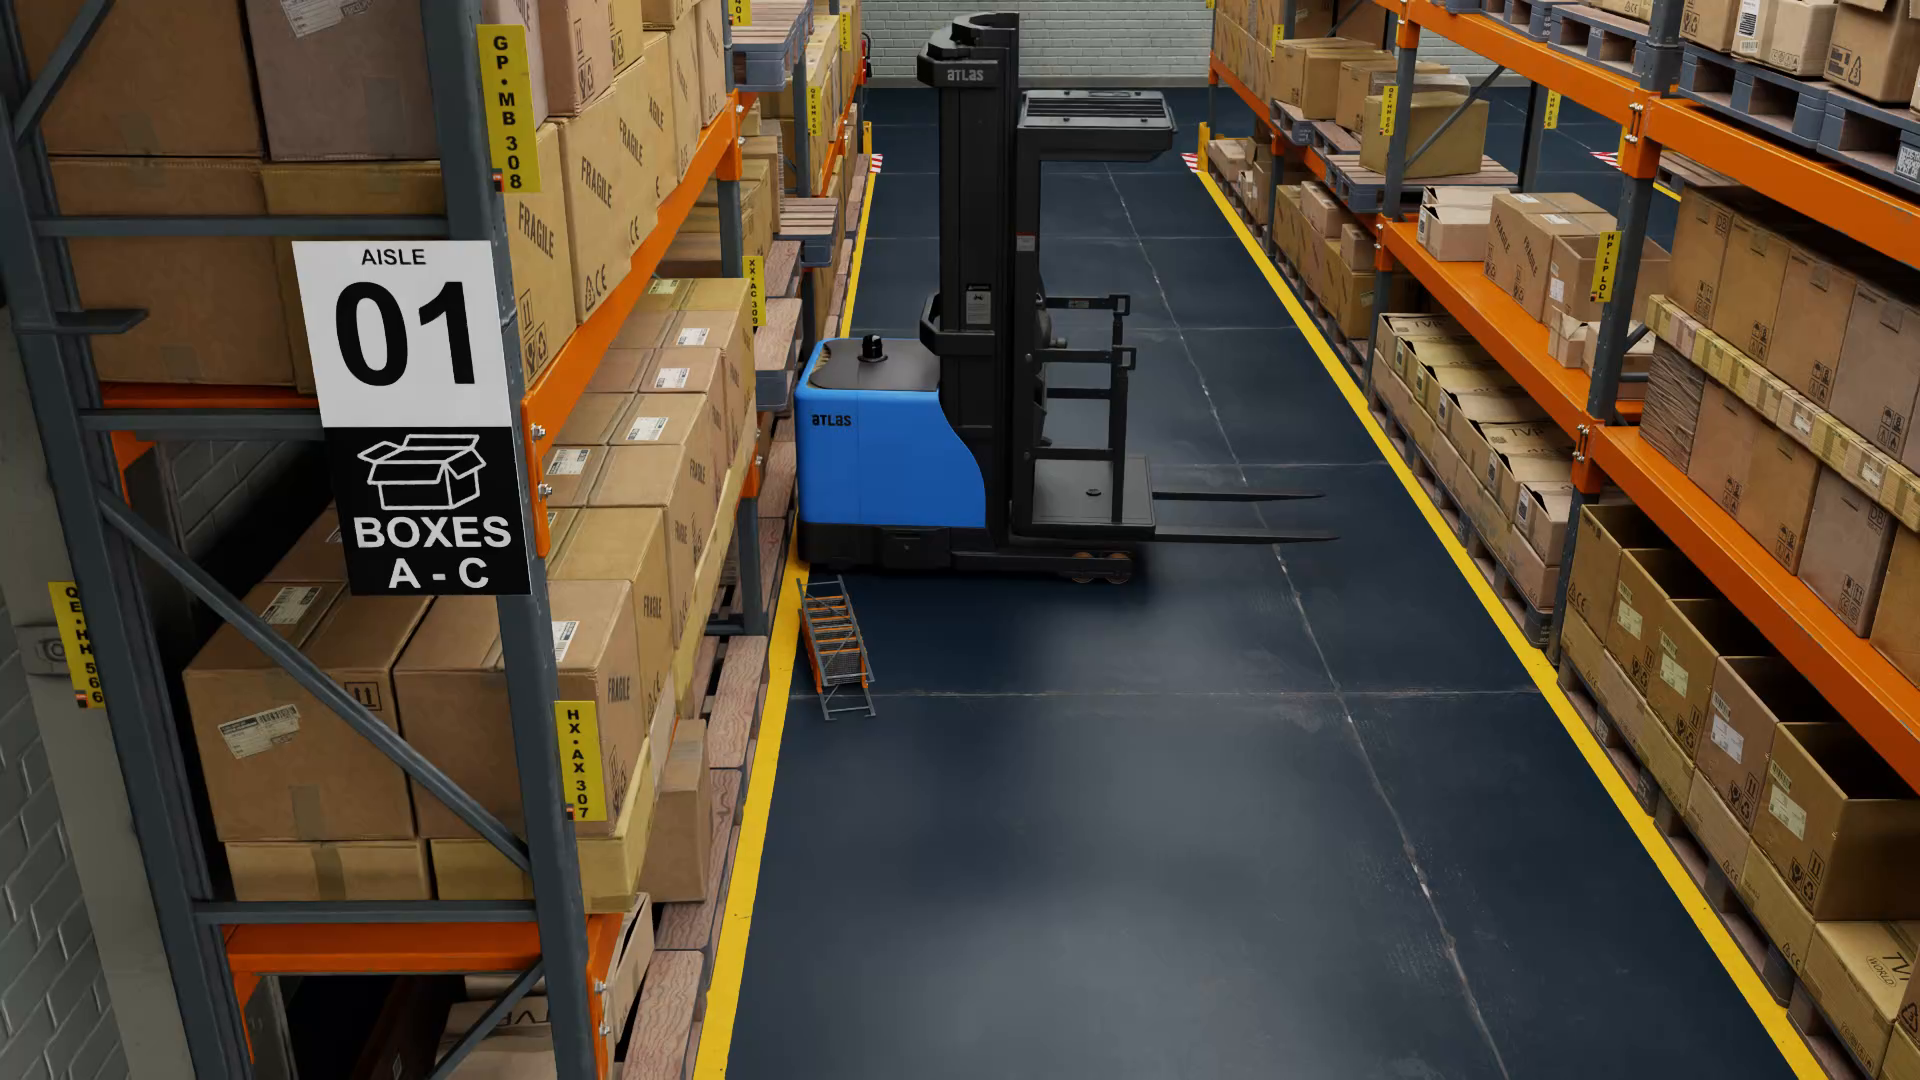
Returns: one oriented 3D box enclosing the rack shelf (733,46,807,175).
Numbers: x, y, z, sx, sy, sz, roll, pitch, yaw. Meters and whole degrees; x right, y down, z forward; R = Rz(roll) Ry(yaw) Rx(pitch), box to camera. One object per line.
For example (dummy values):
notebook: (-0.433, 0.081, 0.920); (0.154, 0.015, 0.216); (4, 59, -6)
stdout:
rack shelf: (-1.502, -2.593, 9.077); (1.077, 0.370, 4.000); (0, 24, -1)

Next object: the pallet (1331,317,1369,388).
pallet: (3.459, -1.439, 12.677); (1.003, 0.211, 1.213); (0, 24, -1)

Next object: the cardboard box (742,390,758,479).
cardboard box: (-1.172, -0.477, 7.323); (0.500, 0.250, 0.500); (0, 24, 0)

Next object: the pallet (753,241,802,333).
pallet: (-1.461, -1.475, 9.605); (1.003, 0.211, 1.213); (0, 24, -1)

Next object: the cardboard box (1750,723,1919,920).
cardboard box: (3.188, 0.982, 5.855); (0.500, 0.500, 0.500); (0, 24, -1)

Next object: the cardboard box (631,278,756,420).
cardboard box: (-1.166, -0.819, 7.169); (0.500, 0.500, 0.500); (0, 24, -1)

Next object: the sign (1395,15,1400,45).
sign: (3.941, -4.582, 14.836); (0.100, 0.325, 0.005); (0, 24, -1)

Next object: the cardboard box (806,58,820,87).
cardboard box: (-1.278, -3.320, 12.034); (0.500, 0.250, 0.500); (-1, 24, -1)

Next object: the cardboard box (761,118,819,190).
cardboard box: (-1.273, -2.770, 11.728); (0.500, 0.500, 0.500); (0, 24, 1)

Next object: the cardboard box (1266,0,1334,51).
cardboard box: (3.121, -4.759, 15.297); (0.500, 0.500, 0.500); (0, 24, 0)

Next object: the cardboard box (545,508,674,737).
cardboard box: (-1.137, 0.234, 4.841); (0.500, 0.500, 0.500); (0, 24, 0)

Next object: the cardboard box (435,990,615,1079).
cardboard box: (-1.354, 1.657, 5.175); (0.500, 0.311, 0.500); (-3, 25, -7)

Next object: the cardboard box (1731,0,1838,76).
cardboard box: (3.221, -1.904, 6.108); (0.500, 0.311, 0.500); (-2, 24, -3)

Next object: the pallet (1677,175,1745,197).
pallet: (8.276, -3.607, 17.470); (1.003, 0.211, 1.213); (0, 24, -1)

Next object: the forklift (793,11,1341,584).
forklift: (0.624, -1.320, 9.111); (3.031, 2.935, 1.130); (1, 24, 3)

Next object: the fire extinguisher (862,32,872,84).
fire extinguisher: (-1.151, -5.534, 18.892); (0.296, 0.674, 0.183); (0, 24, -1)

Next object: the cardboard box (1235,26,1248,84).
cardboard box: (3.101, -4.935, 16.900); (0.500, 0.500, 0.500); (0, 24, 0)

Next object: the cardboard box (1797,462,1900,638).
cardboard box: (3.505, 0.018, 5.948); (0.700, 0.500, 0.500); (0, 24, 1)

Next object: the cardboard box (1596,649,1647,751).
cardboard box: (3.175, 0.706, 7.376); (0.500, 0.250, 0.500); (0, 24, -1)

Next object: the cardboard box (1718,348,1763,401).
cardboard box: (3.294, -0.666, 6.673); (0.380, 0.149, 0.250); (0, 24, -1)

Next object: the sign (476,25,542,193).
sign: (-0.894, -0.849, 3.287); (0.100, 0.325, 0.005); (0, 24, -1)

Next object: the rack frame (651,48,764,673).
rack frame: (-1.480, -0.730, 7.724); (1.000, 3.000, 0.127); (0, 24, -1)

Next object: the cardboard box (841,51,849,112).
cardboard box: (-1.557, -4.387, 15.446); (0.980, 0.700, 0.700); (0, 24, 0)

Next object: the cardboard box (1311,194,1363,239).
cardboard box: (3.164, -2.634, 13.524); (0.500, 0.250, 0.500); (-1, 24, -2)

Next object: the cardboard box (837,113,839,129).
cardboard box: (-1.254, -3.679, 14.526); (0.380, 0.149, 0.250); (0, 24, 0)

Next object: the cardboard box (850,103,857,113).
cardboard box: (-1.320, -4.683, 18.200); (0.380, 0.149, 0.250); (-1, 24, -1)

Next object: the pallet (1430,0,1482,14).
pallet: (3.526, -3.404, 10.225); (1.213, 0.211, 1.003); (1, 24, 2)

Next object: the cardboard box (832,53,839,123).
cardboard box: (-1.295, -3.818, 14.044); (0.500, 0.500, 0.500); (0, 24, 0)

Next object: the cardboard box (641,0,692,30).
cardboard box: (-1.171, -1.961, 5.447); (0.500, 0.500, 0.500); (-1, 24, -2)

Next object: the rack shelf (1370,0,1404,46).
rack shelf: (3.408, -4.265, 12.774); (1.077, 0.370, 4.000); (0, 24, -1)

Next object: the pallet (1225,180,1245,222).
pallet: (3.363, -3.567, 17.380); (1.003, 0.211, 1.213); (0, 24, -1)

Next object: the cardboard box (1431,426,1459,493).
cardboard box: (3.165, -0.491, 10.023); (0.500, 0.250, 0.500); (0, 24, 1)

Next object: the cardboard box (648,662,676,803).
cardboard box: (-1.144, 0.561, 5.027); (0.500, 0.250, 0.500); (-1, 24, -2)

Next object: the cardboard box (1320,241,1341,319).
cardboard box: (3.179, -2.061, 13.167); (0.500, 0.500, 0.500); (-1, 24, -2)

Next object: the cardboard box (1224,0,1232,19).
cardboard box: (3.097, -5.800, 17.600); (0.500, 0.500, 0.500); (0, 24, 0)

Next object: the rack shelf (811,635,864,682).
rack shelf: (-0.604, 0.585, 8.217); (0.258, 0.180, 0.103); (-5, 24, -10)

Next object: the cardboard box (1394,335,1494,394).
cardboard box: (3.156, -1.163, 10.827); (0.500, 0.311, 0.500); (-1, 24, -2)

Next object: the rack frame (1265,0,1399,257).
rack frame: (3.386, -4.050, 15.066); (1.000, 3.000, 0.127); (0, 24, -1)

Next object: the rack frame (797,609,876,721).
rack frame: (-0.636, 0.603, 8.402); (0.240, 0.006, 1.200); (-5, 24, -10)

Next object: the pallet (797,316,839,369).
pallet: (-1.457, -1.433, 12.662); (1.003, 0.211, 1.213); (0, 24, -1)

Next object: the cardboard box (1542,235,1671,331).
cardboard box: (3.475, -1.333, 8.936); (0.500, 0.500, 0.500); (1, 24, 3)

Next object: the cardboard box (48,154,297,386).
cardboard box: (-1.694, -0.674, 3.815); (0.500, 0.500, 0.500); (1, 24, 3)

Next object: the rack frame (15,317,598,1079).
rack frame: (-1.437, 0.918, 4.080); (1.000, 3.000, 0.127); (0, 24, -1)

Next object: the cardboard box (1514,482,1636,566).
cardboard box: (3.182, -0.114, 8.508); (0.500, 0.311, 0.500); (0, 24, -1)

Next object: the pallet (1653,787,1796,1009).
pallet: (3.456, 1.348, 6.512); (1.003, 0.211, 1.213); (0, 24, -1)

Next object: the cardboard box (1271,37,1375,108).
cardboard box: (3.167, -4.091, 14.525); (0.700, 0.500, 0.500); (-9, 26, -18)

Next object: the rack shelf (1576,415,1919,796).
rack shelf: (3.495, 0.398, 6.103); (1.077, 0.370, 4.000); (0, 24, -1)

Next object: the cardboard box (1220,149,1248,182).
cardboard box: (3.075, -4.009, 17.777); (0.500, 0.250, 0.500); (0, 24, -1)

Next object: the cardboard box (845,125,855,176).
cardboard box: (-1.498, -4.233, 17.993); (0.700, 0.500, 0.500); (0, 24, -1)

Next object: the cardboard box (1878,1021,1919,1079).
cardboard box: (3.215, 1.736, 5.098); (0.500, 0.250, 0.500); (0, 24, -1)

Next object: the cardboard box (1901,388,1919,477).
cardboard box: (3.506, -0.381, 5.257); (0.700, 0.500, 0.500); (0, 24, 0)

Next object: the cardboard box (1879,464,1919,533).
cardboard box: (3.306, -0.137, 5.504); (0.380, 0.149, 0.250); (0, 24, 1)

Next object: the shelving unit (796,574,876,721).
shelving unit: (-0.636, 0.519, 8.364); (0.258, 0.189, 1.200); (-5, 24, -10)

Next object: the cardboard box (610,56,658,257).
cardboard box: (-1.170, -1.078, 4.707); (0.500, 0.500, 0.500); (1, 24, 2)

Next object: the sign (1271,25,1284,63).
sign: (2.843, -4.439, 14.875); (0.100, 0.325, 0.005); (0, 24, -1)

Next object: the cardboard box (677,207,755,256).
cardboard box: (-1.451, -1.416, 8.586); (0.700, 0.500, 0.500); (2, 24, 5)

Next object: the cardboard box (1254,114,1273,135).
cardboard box: (3.594, -4.537, 18.642); (0.500, 0.500, 0.500); (0, 24, -1)

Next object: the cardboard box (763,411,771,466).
cardboard box: (-1.541, -0.726, 10.215); (0.700, 0.500, 0.500); (0, 24, -1)
